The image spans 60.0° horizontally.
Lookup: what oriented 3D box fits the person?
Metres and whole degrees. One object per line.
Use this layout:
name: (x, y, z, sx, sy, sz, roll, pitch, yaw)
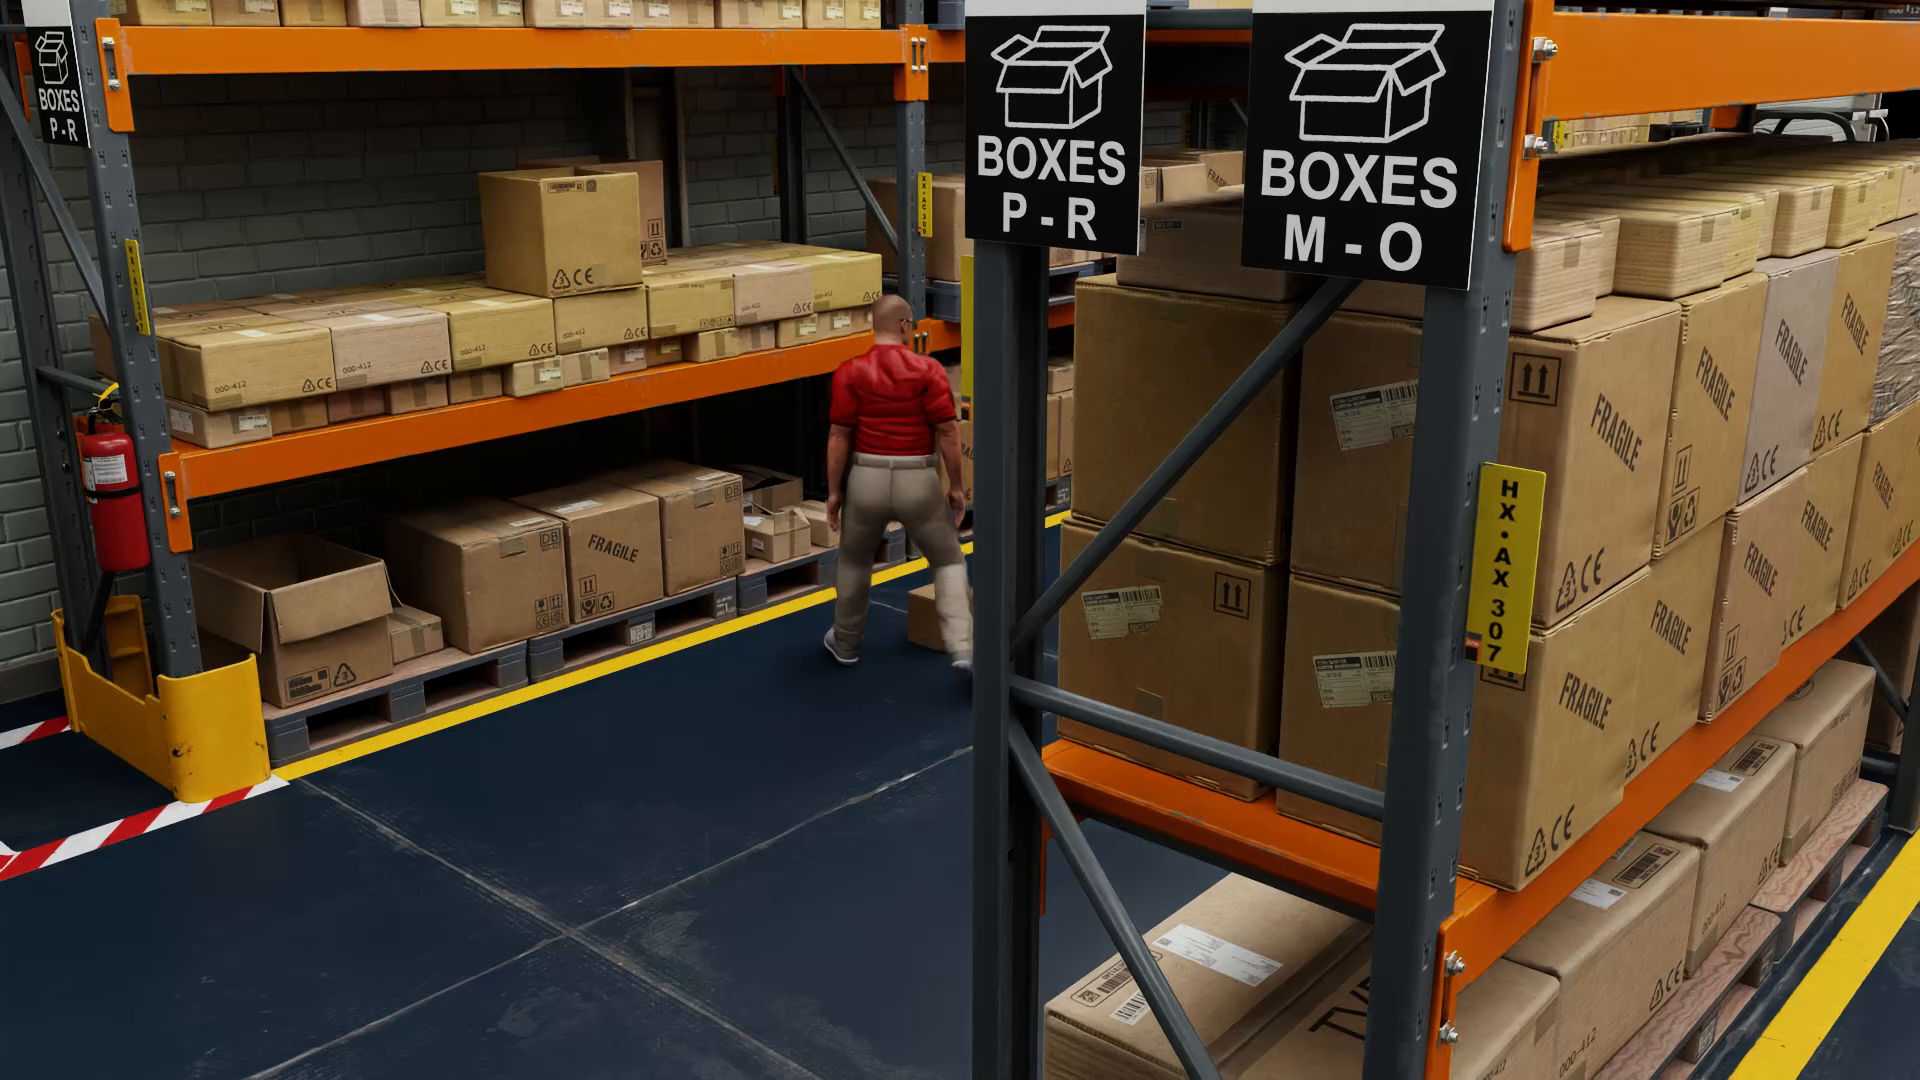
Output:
person: (-0.271, -0.222, 7.318, 0.769, 1.703, 0.724, 1, 17, 3)
